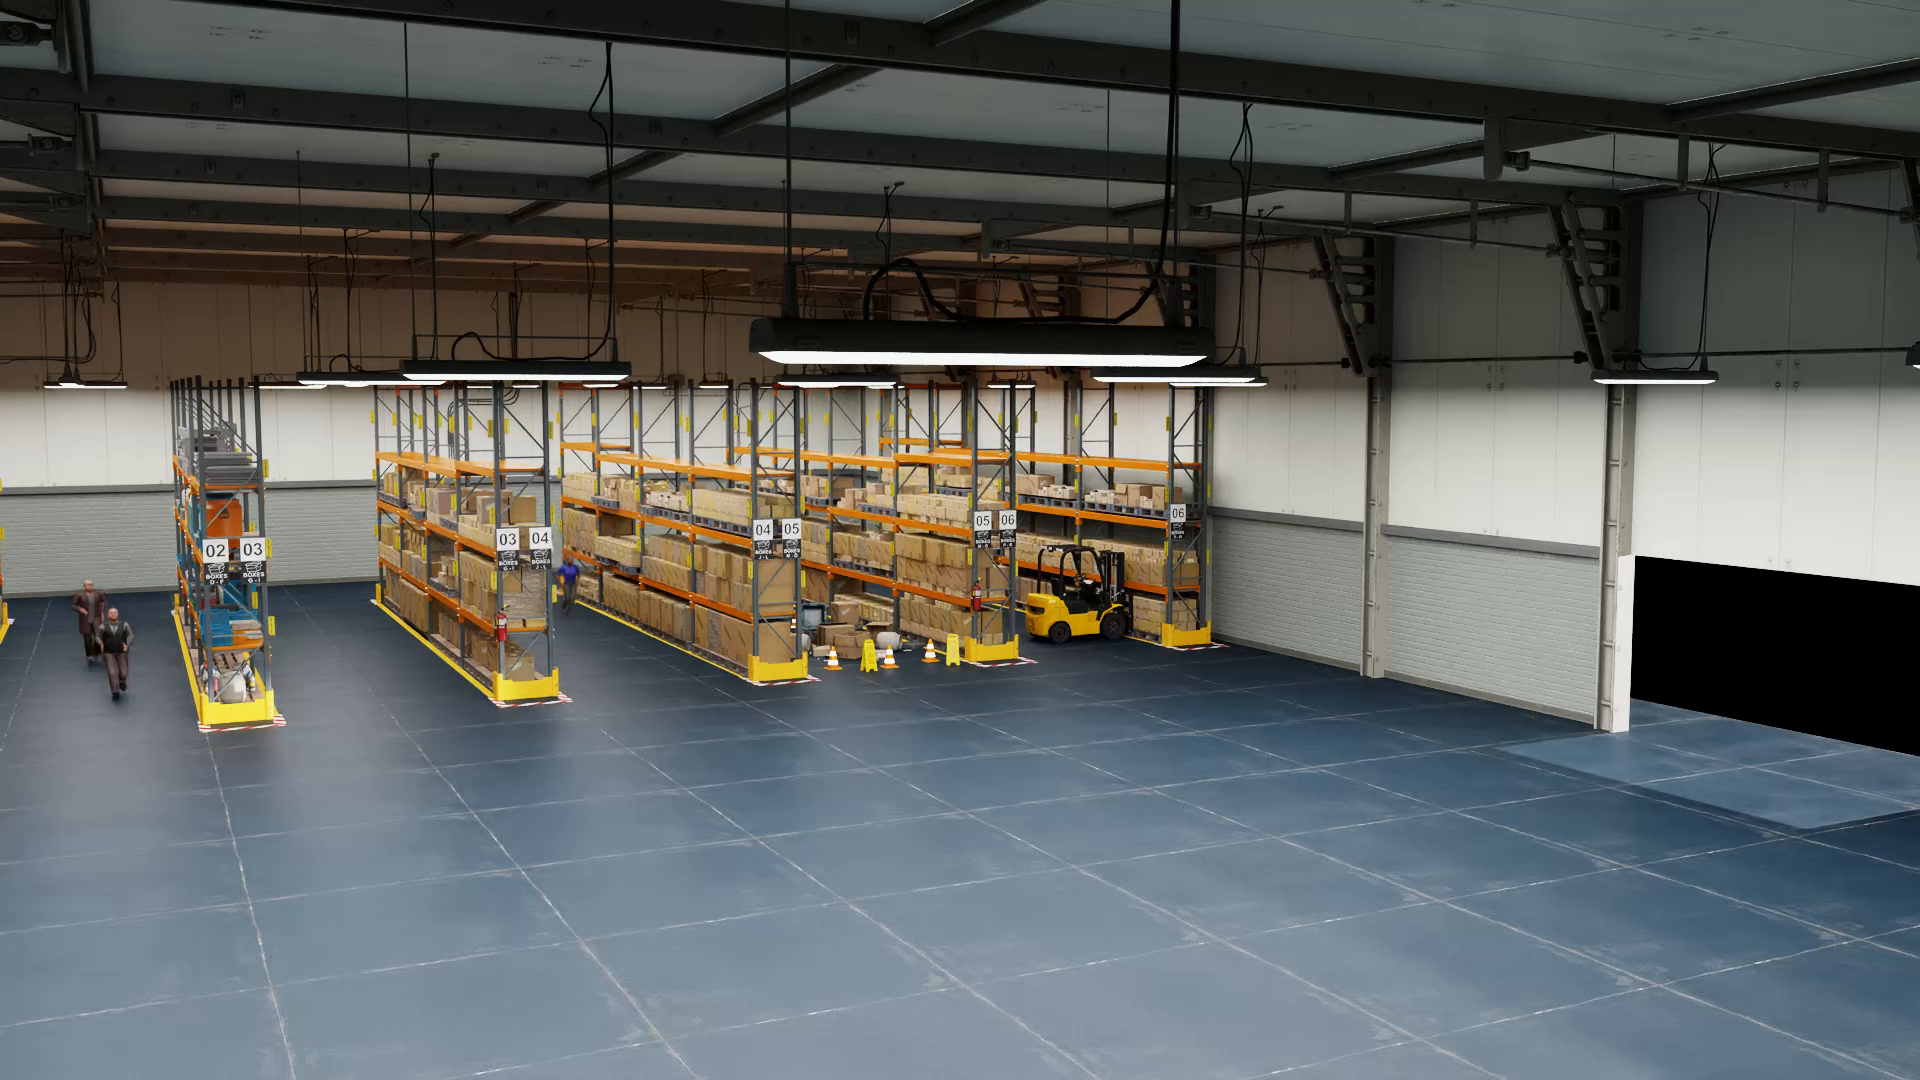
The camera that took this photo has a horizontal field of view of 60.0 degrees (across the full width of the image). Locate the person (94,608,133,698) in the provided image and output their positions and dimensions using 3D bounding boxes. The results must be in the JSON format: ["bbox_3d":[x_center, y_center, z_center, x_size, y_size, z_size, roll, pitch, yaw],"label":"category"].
[{"bbox_3d":[-15.860,2.114,31.202,0.657,1.671,0.612,-3,6,-29],"label":"person"}]

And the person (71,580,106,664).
[{"bbox_3d":[-18.346,1.738,35.069,0.703,1.802,0.762,-3,6,-34],"label":"person"}]

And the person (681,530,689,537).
[{"bbox_3d":[-8.396,0.375,50.250,0.774,1.827,0.657,-3,6,-30],"label":"person"}]

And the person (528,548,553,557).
[{"bbox_3d":[-12.241,0.621,48.171,0.744,1.745,0.800,-3,6,-27],"label":"person"}]

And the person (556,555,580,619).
[{"bbox_3d":[-9.854,1.190,42.019,0.583,1.612,0.530,-3,6,-33],"label":"person"}]
